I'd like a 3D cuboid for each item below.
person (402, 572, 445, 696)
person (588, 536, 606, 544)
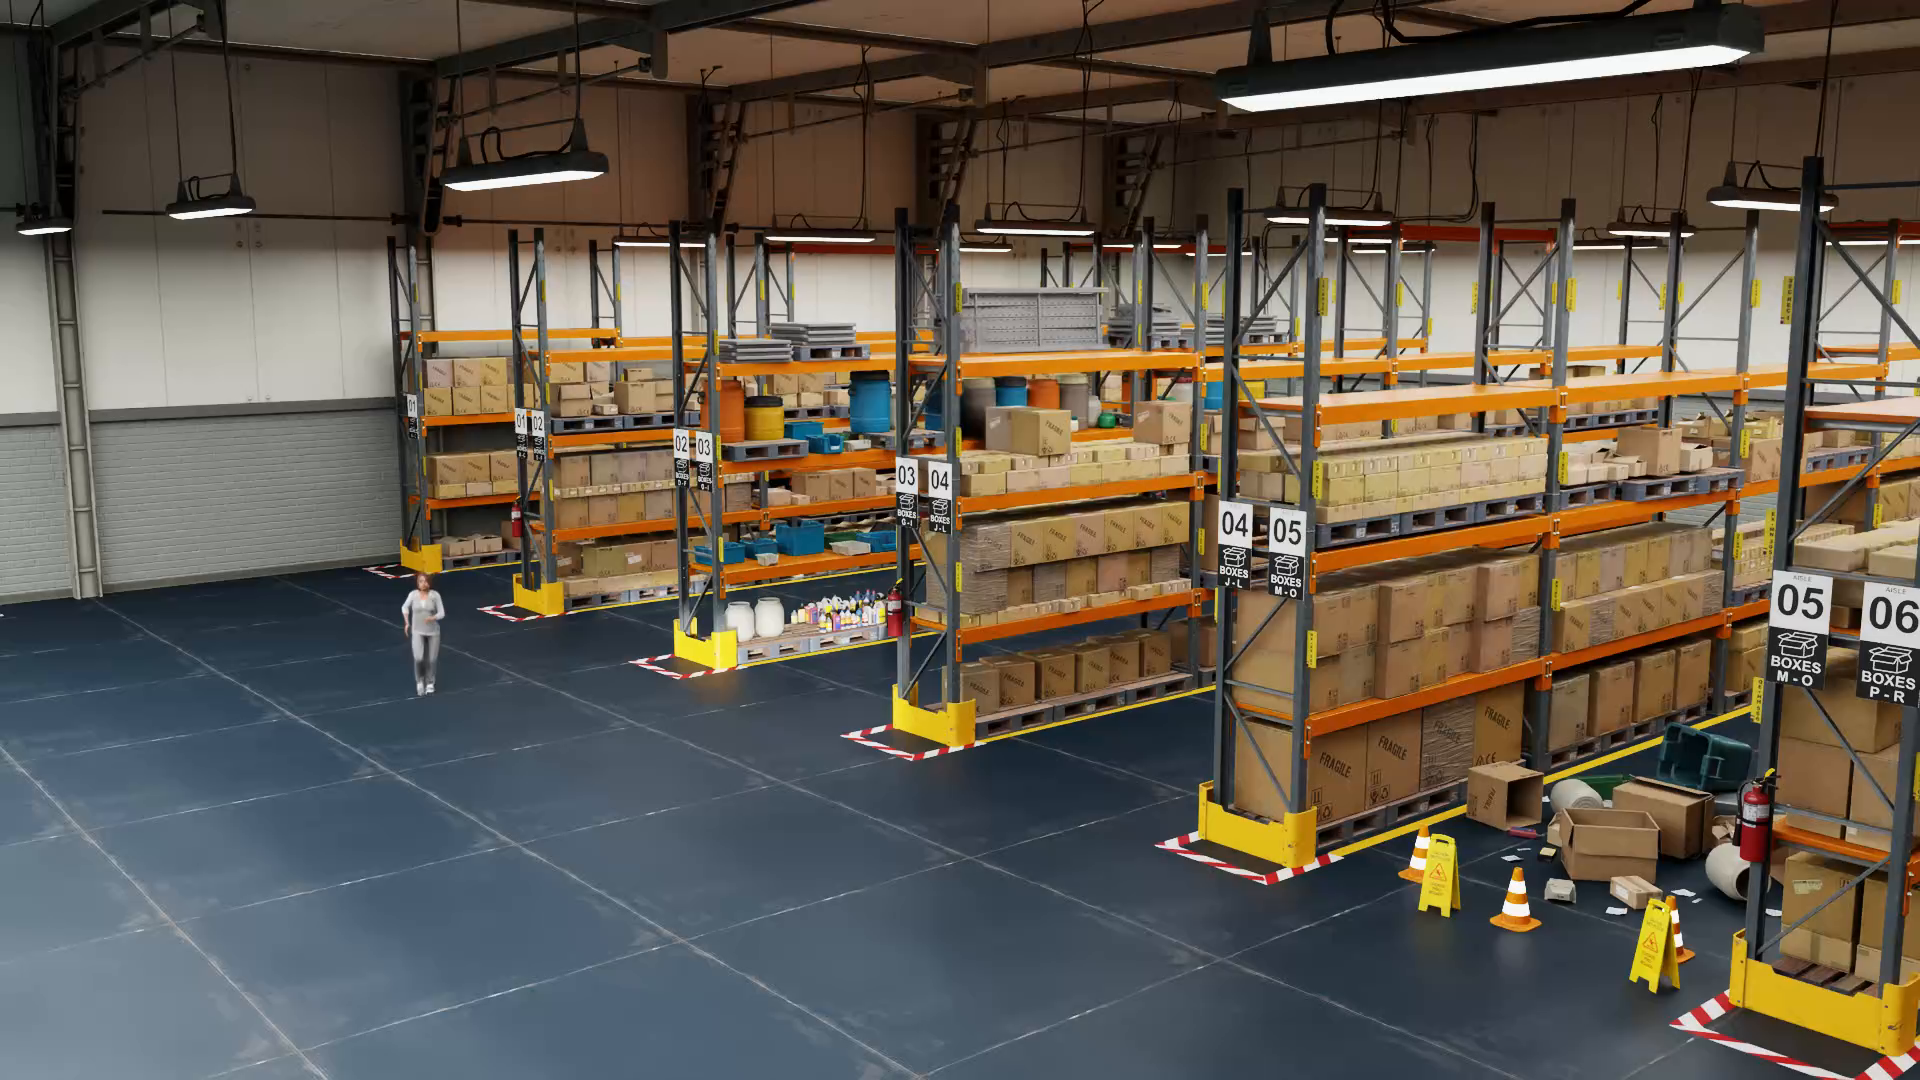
[{"bbox_3d":[-6.706,1.184,20.821,0.509,1.563,0.635,-3,9,-18],"label":"person"},{"bbox_3d":[-6.339,-0.077,28.931,0.558,1.685,0.667,8,12,41],"label":"person"}]
